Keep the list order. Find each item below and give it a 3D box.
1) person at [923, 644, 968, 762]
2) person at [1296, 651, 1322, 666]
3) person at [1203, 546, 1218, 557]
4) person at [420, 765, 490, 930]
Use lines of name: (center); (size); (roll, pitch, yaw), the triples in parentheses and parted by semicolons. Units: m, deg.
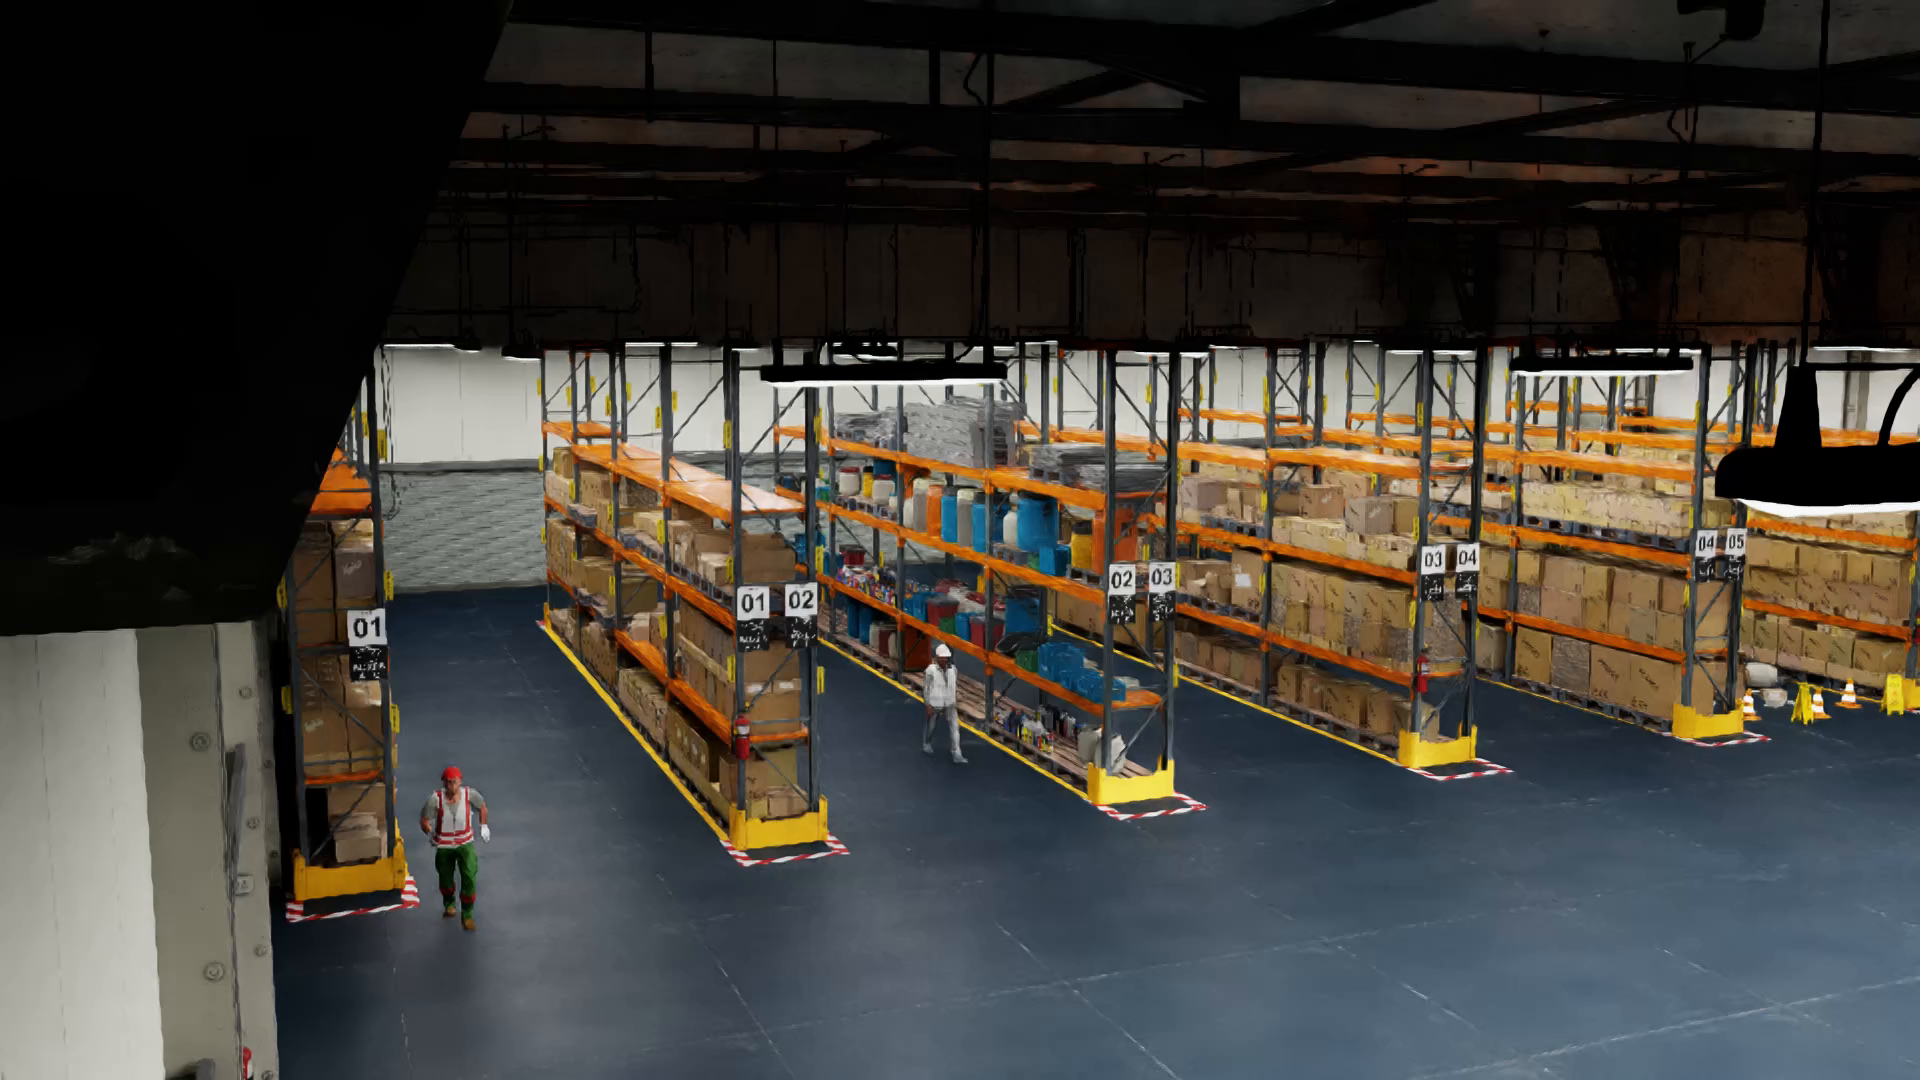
person: (-0.276, 2.346, 24.160); (0.543, 1.698, 1.115); (-3, 8, -20)
person: (6.540, 1.517, 30.750); (0.677, 1.674, 0.534); (-3, 8, -23)
person: (6.742, -0.420, 45.181); (0.589, 1.779, 0.578); (2, 8, 14)
person: (-5.324, 3.200, 17.567); (0.703, 1.722, 0.835); (-2, 8, -17)
